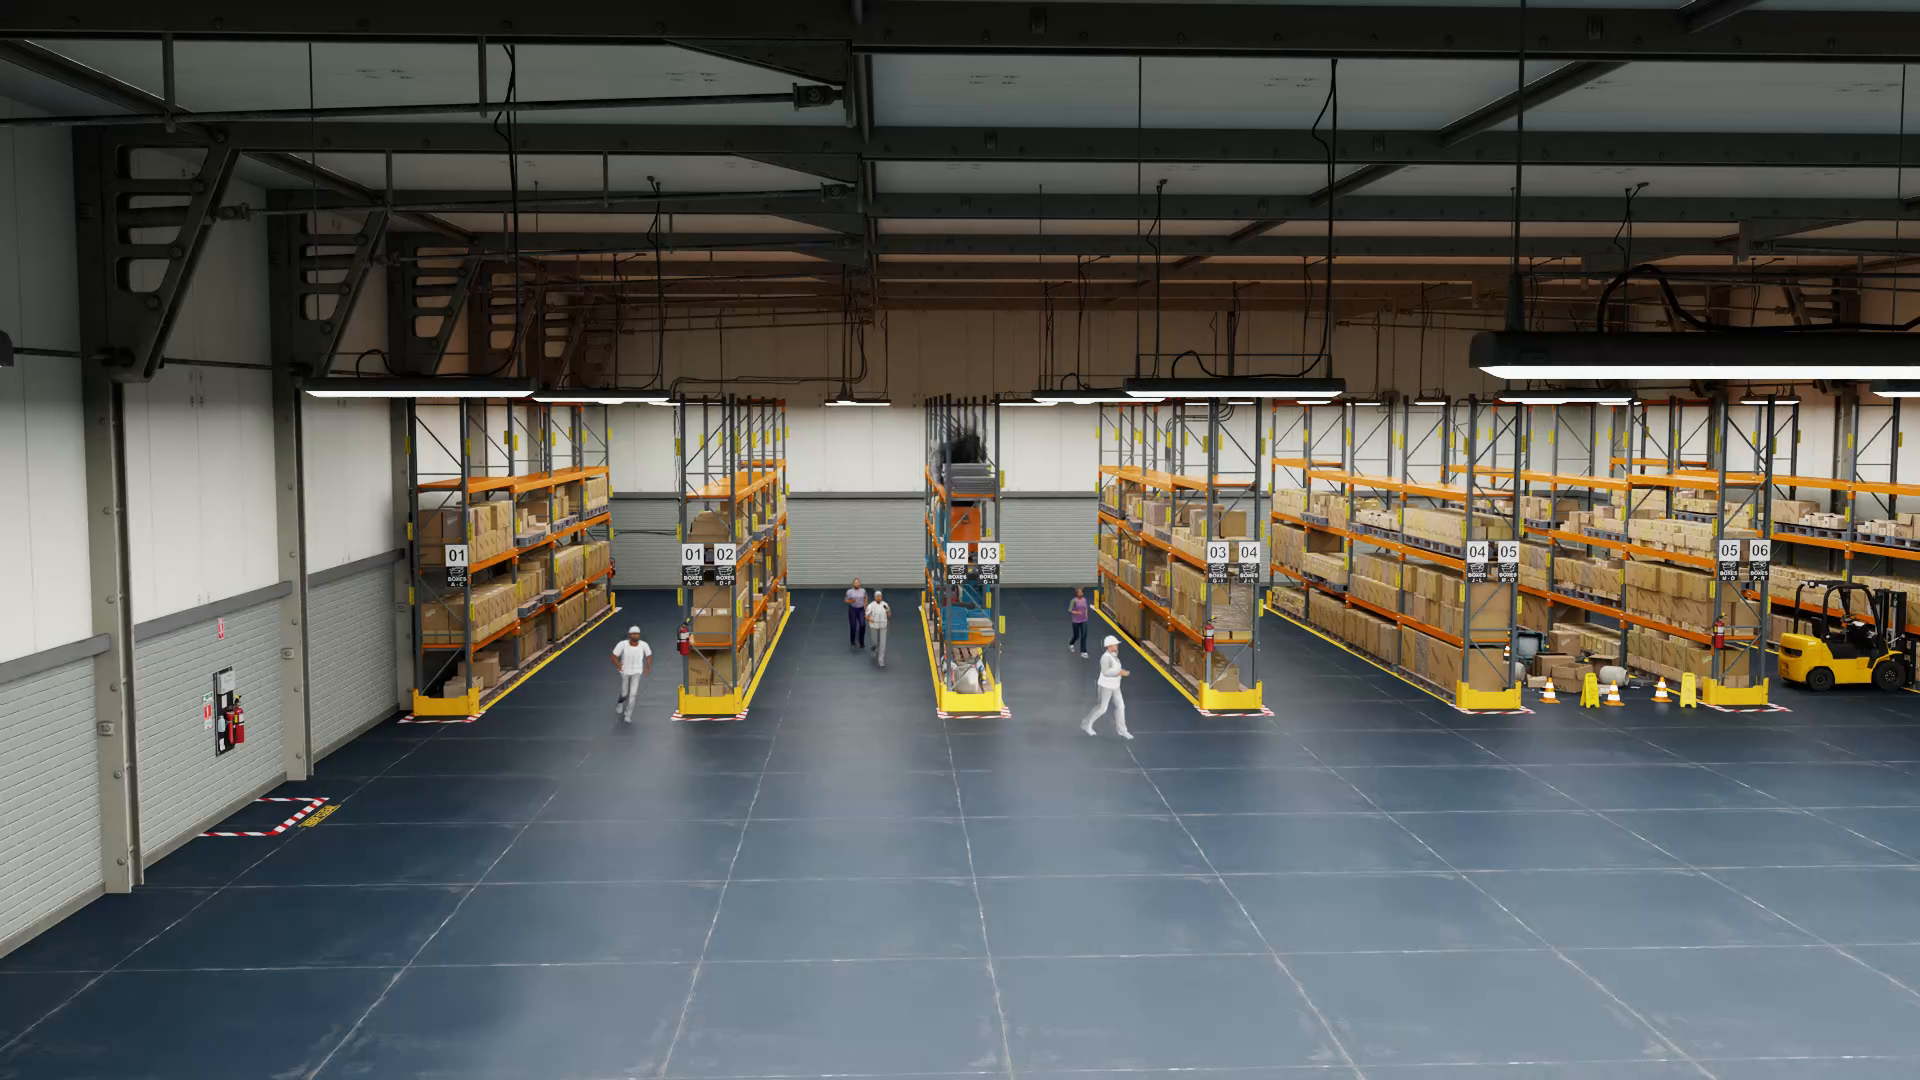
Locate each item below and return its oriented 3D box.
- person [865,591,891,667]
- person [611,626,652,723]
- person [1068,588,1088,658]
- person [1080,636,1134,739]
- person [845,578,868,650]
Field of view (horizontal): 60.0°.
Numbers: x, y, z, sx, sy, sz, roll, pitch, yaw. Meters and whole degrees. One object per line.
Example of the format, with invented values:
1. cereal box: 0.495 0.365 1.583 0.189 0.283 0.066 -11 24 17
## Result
1. person: -1.823 1.967 37.198 0.607 1.658 0.849 -1 5 -12
2. person: -6.052 2.450 30.712 0.749 1.740 0.743 -2 5 -20
3. person: 2.748 1.886 38.262 0.541 1.574 0.867 -1 5 -18
4. person: 2.553 2.548 28.819 0.924 1.790 0.623 2 5 26
5. person: -2.465 1.765 39.762 0.585 1.700 0.708 -1 5 -12
